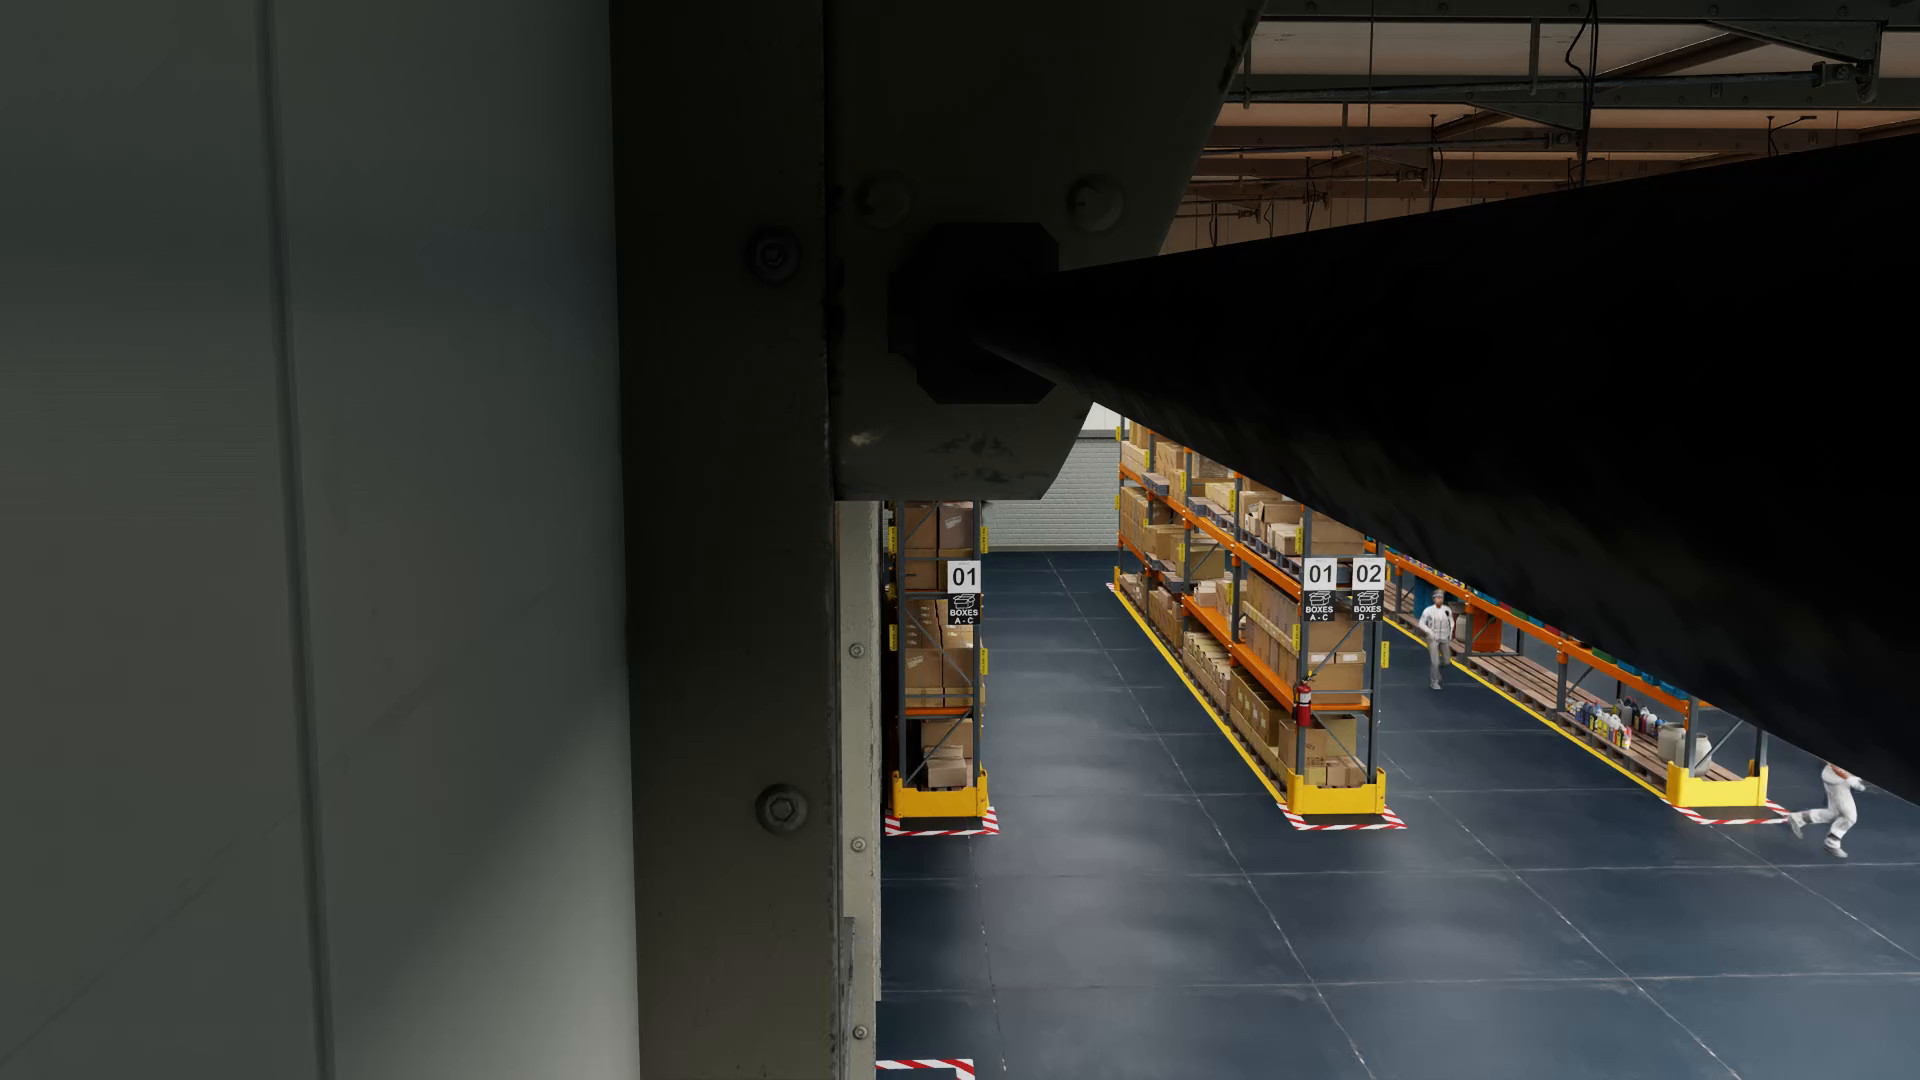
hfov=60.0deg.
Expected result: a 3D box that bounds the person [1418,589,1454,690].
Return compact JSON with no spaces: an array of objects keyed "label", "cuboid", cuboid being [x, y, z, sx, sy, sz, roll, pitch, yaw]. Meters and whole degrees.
[{"label":"person","cuboid":[7.803,1.615,27.159,0.612,1.648,0.551,0,8,-3]}]

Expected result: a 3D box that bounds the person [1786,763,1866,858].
[{"label":"person","cuboid":[10.029,2.794,19.082,0.953,1.688,0.638,8,11,44]}]
